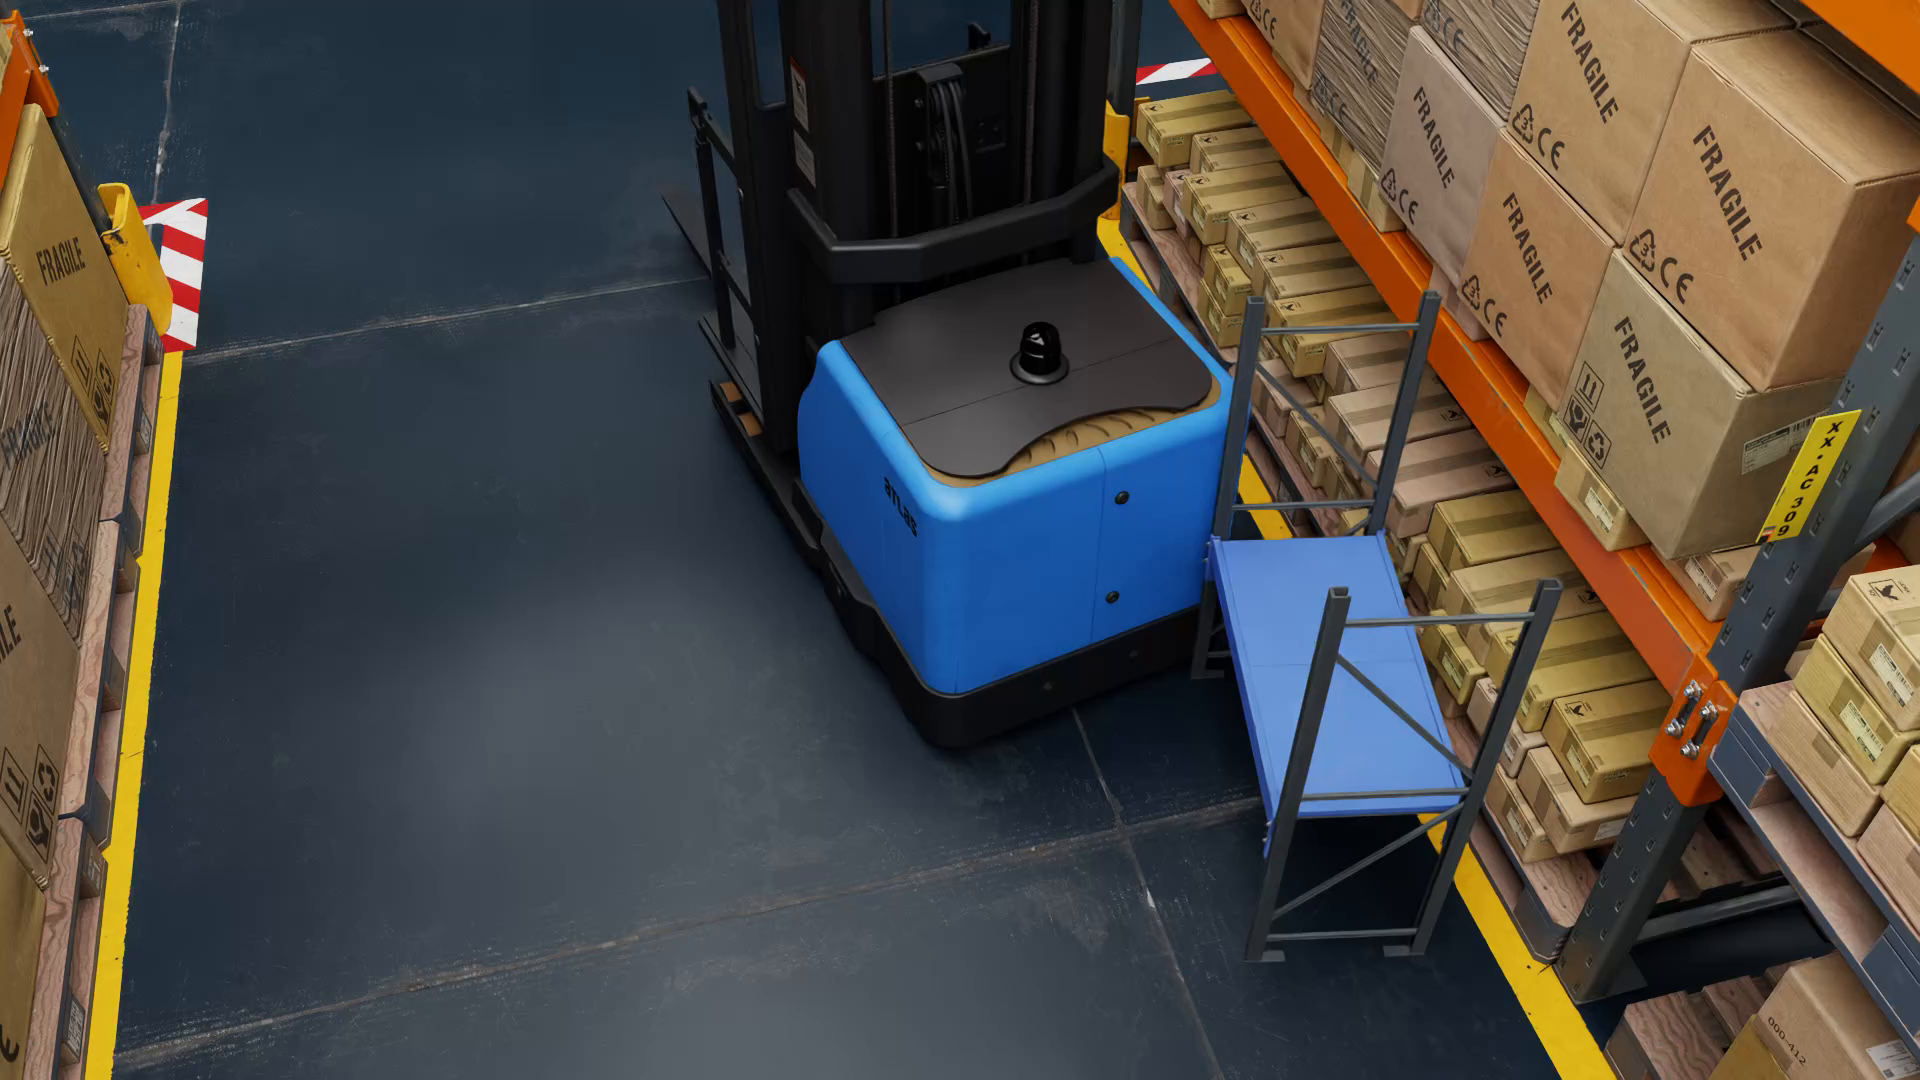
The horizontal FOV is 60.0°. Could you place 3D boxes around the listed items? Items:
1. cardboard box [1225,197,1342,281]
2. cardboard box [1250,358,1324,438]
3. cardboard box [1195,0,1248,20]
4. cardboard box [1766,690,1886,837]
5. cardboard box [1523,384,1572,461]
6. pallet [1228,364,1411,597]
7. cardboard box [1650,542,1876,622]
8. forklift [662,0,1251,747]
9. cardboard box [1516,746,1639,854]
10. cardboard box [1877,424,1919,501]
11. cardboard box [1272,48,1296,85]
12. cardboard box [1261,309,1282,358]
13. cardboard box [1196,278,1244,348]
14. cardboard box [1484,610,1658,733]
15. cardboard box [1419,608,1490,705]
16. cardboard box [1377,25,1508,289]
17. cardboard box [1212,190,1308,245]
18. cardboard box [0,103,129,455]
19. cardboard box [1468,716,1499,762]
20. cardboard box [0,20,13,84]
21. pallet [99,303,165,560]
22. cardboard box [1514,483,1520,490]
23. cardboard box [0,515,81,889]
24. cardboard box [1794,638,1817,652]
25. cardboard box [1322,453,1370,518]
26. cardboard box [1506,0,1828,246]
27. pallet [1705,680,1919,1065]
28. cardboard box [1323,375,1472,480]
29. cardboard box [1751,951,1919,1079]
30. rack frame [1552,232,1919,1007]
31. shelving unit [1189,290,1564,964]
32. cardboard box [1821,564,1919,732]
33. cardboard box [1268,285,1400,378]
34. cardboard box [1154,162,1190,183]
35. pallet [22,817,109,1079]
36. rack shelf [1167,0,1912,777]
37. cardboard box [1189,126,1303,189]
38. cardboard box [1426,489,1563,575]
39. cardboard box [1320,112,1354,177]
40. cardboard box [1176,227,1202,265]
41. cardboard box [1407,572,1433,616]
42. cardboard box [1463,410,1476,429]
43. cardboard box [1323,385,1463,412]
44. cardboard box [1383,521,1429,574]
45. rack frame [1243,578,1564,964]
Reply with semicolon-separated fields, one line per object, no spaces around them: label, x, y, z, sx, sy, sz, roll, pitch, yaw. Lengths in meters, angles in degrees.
cardboard box;1.186;-1.091;6.004;0.380;0.149;0.250;-13;47;-12
cardboard box;1.247;-0.529;5.870;0.380;0.149;0.250;-13;47;-12
cardboard box;0.998;-1.944;5.731;0.380;0.149;0.250;-12;47;-11
cardboard box;1.789;0.379;3.160;0.380;0.149;0.250;-13;47;-12
cardboard box;1.652;-0.337;4.156;0.380;0.149;0.250;-9;46;-9
pallet;1.611;-0.243;5.840;1.003;0.211;1.213;-11;47;-10
cardboard box;1.834;0.016;3.810;0.380;0.149;0.250;-11;47;-11
forklift;-0.265;-1.457;5.126;1.130;2.935;3.031;-19;49;-18
cardboard box;1.745;0.670;4.487;0.380;0.149;0.250;-10;46;-10
cardboard box;2.250;-0.445;3.807;0.500;0.500;0.500;-11;47;-11
cardboard box;1.242;-1.598;5.392;0.380;0.149;0.250;-11;47;-11
cardboard box;1.279;-0.809;5.936;0.380;0.149;0.250;-13;47;-12
cardboard box;1.110;-0.876;6.210;0.380;0.149;0.250;-10;46;-10
cardboard box;1.687;0.358;4.585;0.380;0.149;0.250;-10;46;-10
cardboard box;1.578;0.303;4.846;0.380;0.149;0.250;-12;47;-12
cardboard box;1.478;-1.041;4.392;0.500;0.500;0.500;-11;47;-11
cardboard box;1.159;-1.172;6.292;0.380;0.149;0.250;-10;46;-10
cardboard box;-3.470;-0.818;5.645;0.875;0.875;0.875;-11;47;-10
cardboard box;1.718;0.530;4.832;0.380;0.149;0.250;-10;46;-9
cardboard box;-3.302;-1.569;5.363;0.380;0.149;0.250;-10;46;-10
pallet;-3.431;-0.328;5.924;1.003;0.211;1.213;-11;47;-10
cardboard box;1.987;-0.181;5.321;0.380;0.149;0.250;-9;46;-8
cardboard box;-3.009;0.425;4.427;0.875;0.875;0.875;-11;47;-10
cardboard box;2.232;0.248;4.692;0.380;0.149;0.250;-9;46;-8
cardboard box;1.437;-0.182;5.530;0.380;0.149;0.250;-10;46;-10
cardboard box;1.614;-1.038;3.688;0.500;0.500;0.500;-12;47;-12
pallet;2.188;0.704;3.094;1.003;0.211;1.213;-11;47;-10
cardboard box;1.386;-0.360;5.288;0.380;0.149;0.250;-12;47;-12
cardboard box;2.067;1.106;3.497;0.500;0.250;0.500;-13;47;-12
rack frame;2.133;0.082;3.569;1.000;3.000;0.127;-11;47;-10
shelving unit;1.012;0.264;4.441;0.538;1.500;1.048;-2;46;-2
cardboard box;1.789;0.171;2.947;0.380;0.149;0.250;-9;46;-8
cardboard box;1.271;-0.708;5.629;0.380;0.149;0.250;-10;46;-10
cardboard box;0.995;-1.524;6.637;0.380;0.149;0.250;-9;46;-9
pallet;-2.806;1.356;4.273;1.003;0.211;1.213;-11;47;-10
rack shelf;1.621;-1.047;5.179;1.077;0.370;4.000;-11;47;-10
cardboard box;1.102;-1.444;6.351;0.380;0.149;0.250;-10;46;-10
cardboard box;1.625;-0.006;4.941;0.380;0.149;0.250;-9;46;-9
cardboard box;1.324;-1.240;5.041;0.380;0.149;0.250;-9;46;-9
cardboard box;1.080;-1.242;6.569;0.380;0.149;0.250;-11;47;-10
cardboard box;1.638;0.155;5.200;0.380;0.149;0.250;-12;47;-11
cardboard box;1.838;-0.433;5.776;0.380;0.149;0.250;-9;46;-9
cardboard box;1.449;-0.441;5.576;0.380;0.149;0.250;-9;46;-8
cardboard box;1.525;-0.060;5.202;0.380;0.149;0.250;-10;46;-9
rack frame;1.038;0.627;4.085;0.500;1.500;0.032;-2;46;-2
